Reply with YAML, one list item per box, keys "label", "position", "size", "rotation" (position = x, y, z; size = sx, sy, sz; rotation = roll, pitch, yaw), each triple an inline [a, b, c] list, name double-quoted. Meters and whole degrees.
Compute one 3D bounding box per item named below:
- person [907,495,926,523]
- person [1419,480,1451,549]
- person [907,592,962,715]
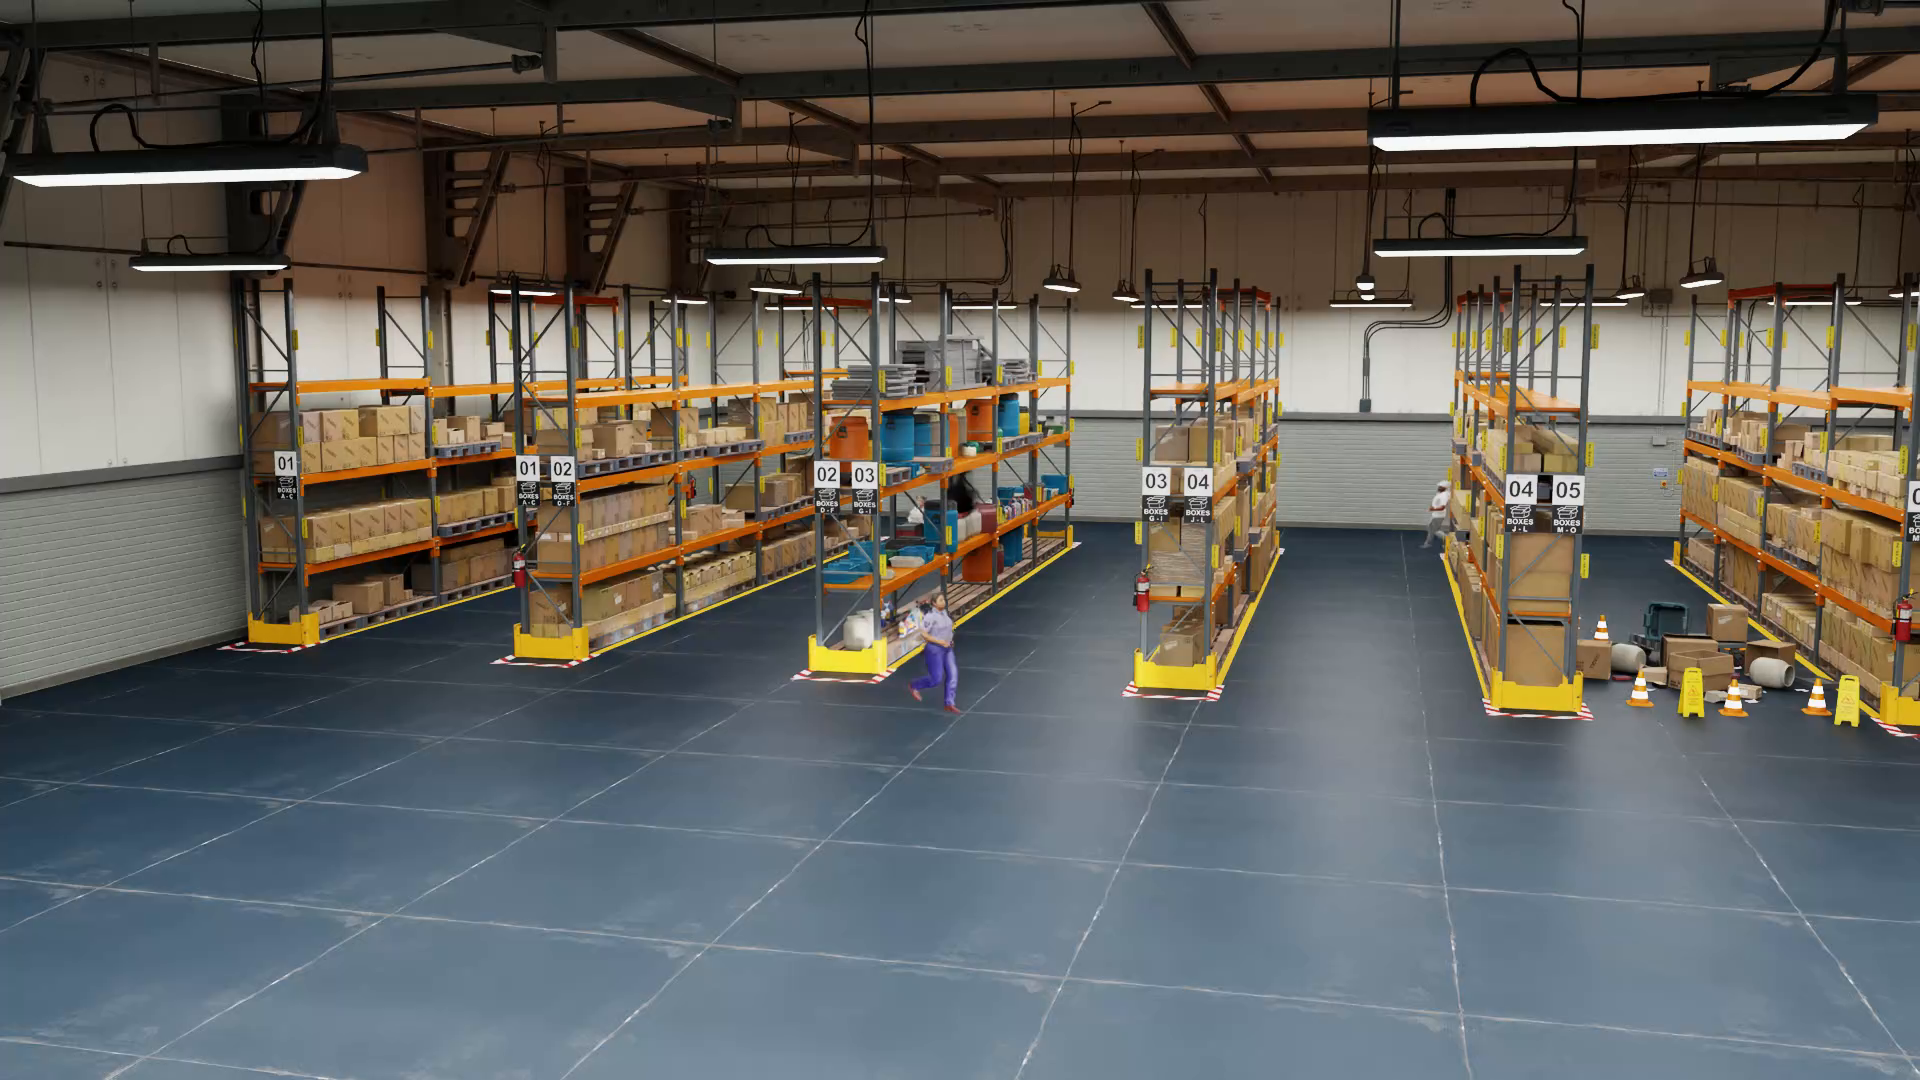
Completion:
- label: "person"
  position: [-0.864, -0.146, 36.103]
  size: [0.627, 1.680, 0.656]
  rotation: [2, 7, 14]
- label: "person"
  position: [11.322, -0.588, 39.561]
  size: [0.822, 1.708, 0.792]
  rotation: [3, 7, 21]
- label: "person"
  position: [-0.321, 1.519, 22.517]
  size: [0.823, 1.646, 0.607]
  rotation: [5, 8, 35]
